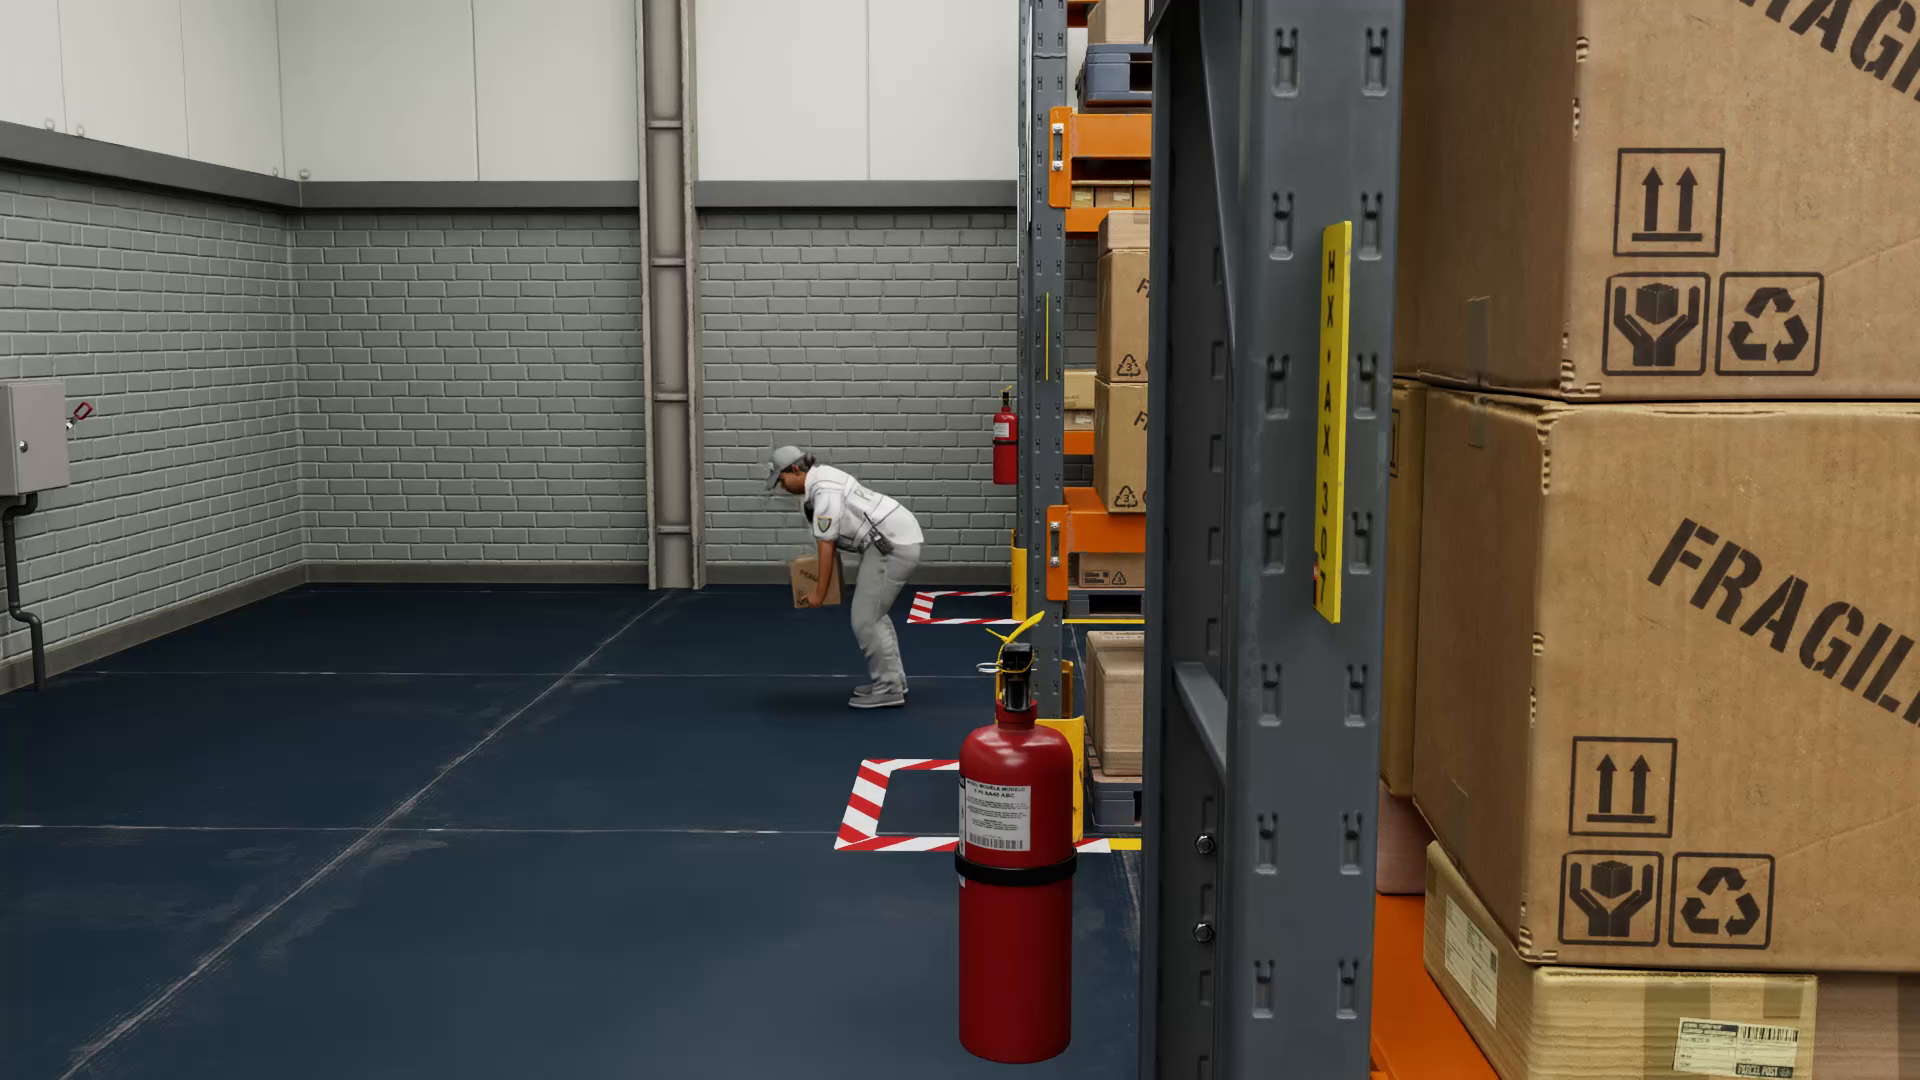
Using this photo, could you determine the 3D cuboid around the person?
[{"bbox_3d":[-0.614,0.189,8.916,0.848,1.390,0.457,0,7,0],"label":"person"}]
